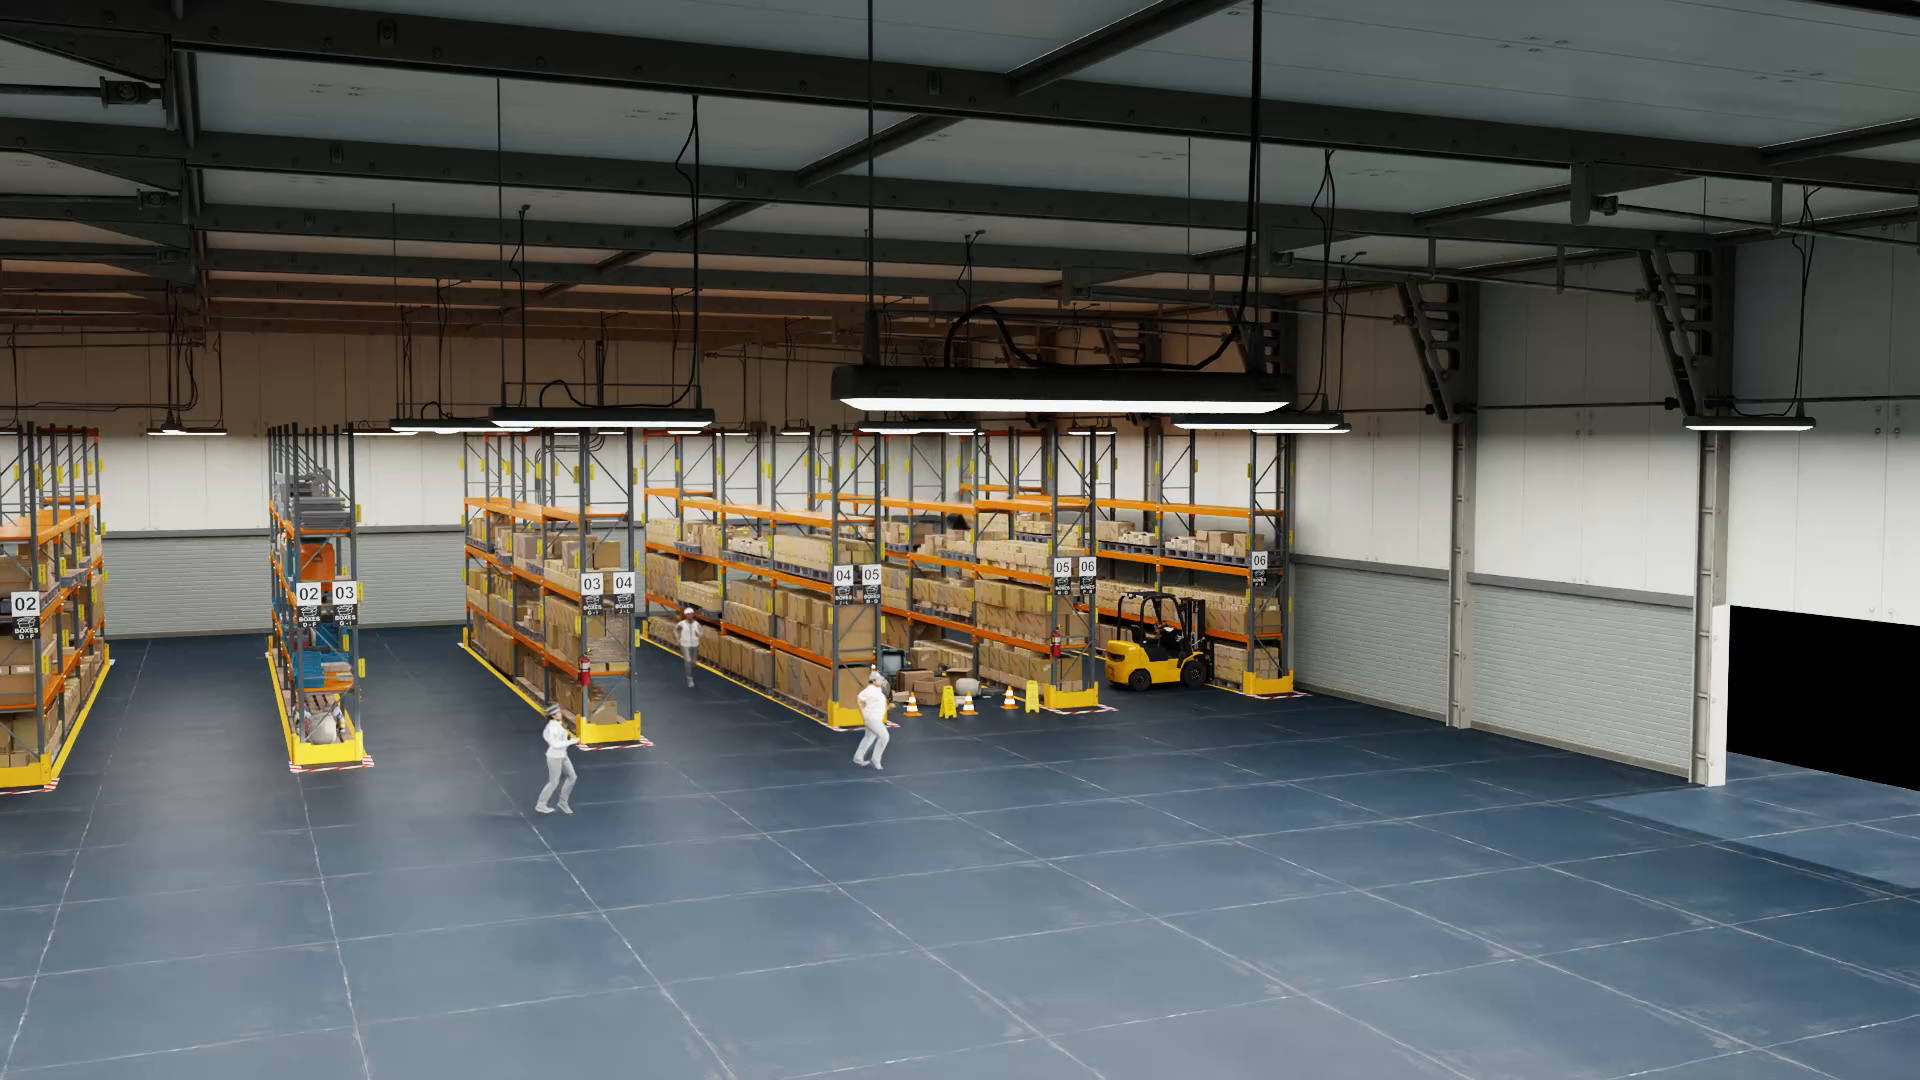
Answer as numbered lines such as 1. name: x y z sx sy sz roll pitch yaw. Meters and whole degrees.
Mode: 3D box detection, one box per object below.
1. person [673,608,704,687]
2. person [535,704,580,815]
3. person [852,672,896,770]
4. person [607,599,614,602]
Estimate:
1. person: -6.261 2.459 38.516 0.649 1.775 0.946 -2 4 -27
2. person: -6.100 3.336 25.236 0.684 1.734 0.592 0 3 -2
3. person: -1.488 3.141 28.816 0.783 1.705 0.570 1 4 10
4. person: -10.027 2.059 46.947 0.642 1.652 0.652 -1 4 -15
